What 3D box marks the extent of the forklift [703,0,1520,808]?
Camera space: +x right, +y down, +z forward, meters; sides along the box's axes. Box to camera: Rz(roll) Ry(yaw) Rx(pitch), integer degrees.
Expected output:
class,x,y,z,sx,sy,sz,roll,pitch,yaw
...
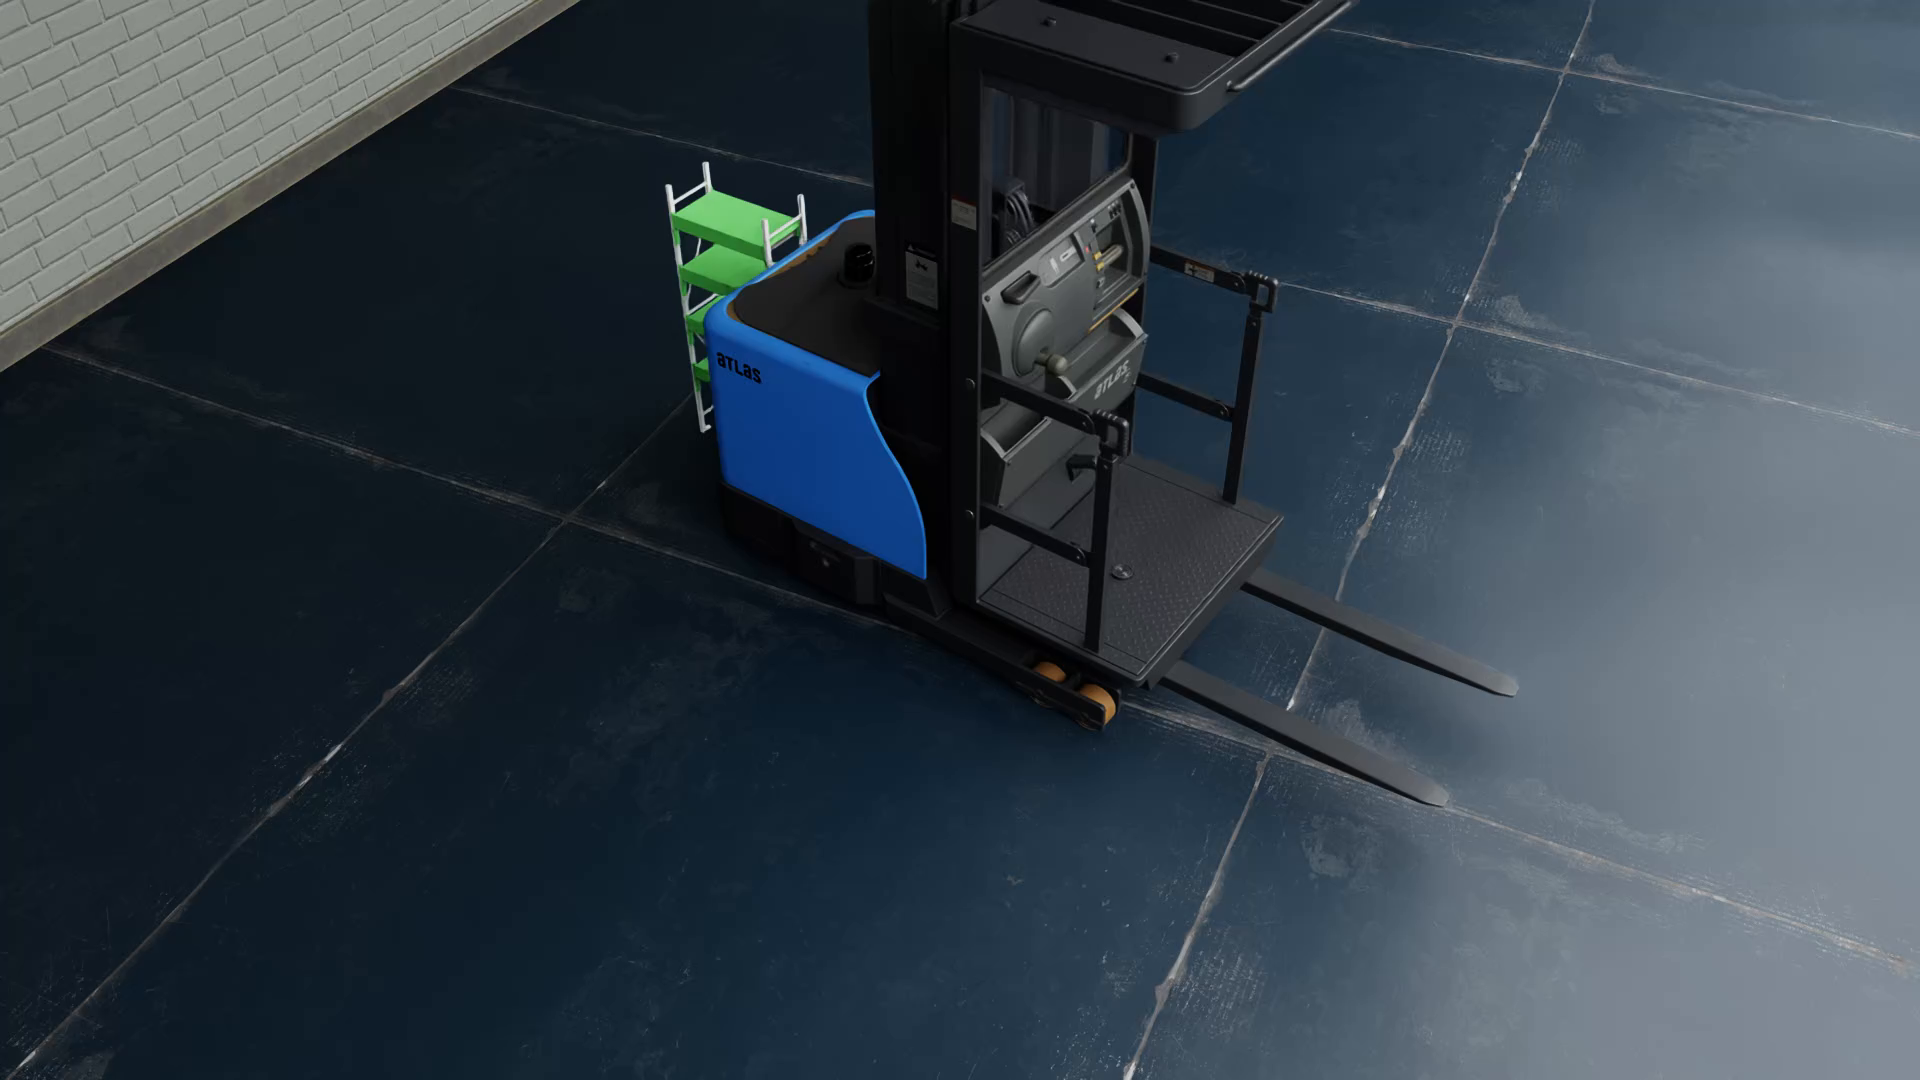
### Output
class,x,y,z,sx,sy,sz,roll,pitch,yaw
forklift,0.535,-0.825,5.464,3.031,2.935,1.130,25,47,26

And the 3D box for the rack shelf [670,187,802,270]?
class,x,y,z,sx,sy,sz,roll,pitch,yaw
rack shelf,-0.879,-1.224,6.604,0.480,0.148,0.258,23,46,26

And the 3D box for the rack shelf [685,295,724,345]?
class,x,y,z,sx,sy,sz,roll,pitch,yaw
rack shelf,-0.872,-0.858,6.915,0.480,0.148,0.258,23,46,26

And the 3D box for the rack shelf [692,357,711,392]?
class,x,y,z,sx,sy,sz,roll,pitch,yaw
rack shelf,-0.869,-0.675,7.070,0.480,0.148,0.258,23,46,26

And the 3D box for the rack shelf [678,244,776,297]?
class,x,y,z,sx,sy,sz,roll,pitch,yaw
rack shelf,-0.876,-1.041,6.759,0.480,0.148,0.258,23,46,26

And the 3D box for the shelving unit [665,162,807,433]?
class,x,y,z,sx,sy,sz,roll,pitch,yaw
shelving unit,-0.873,-0.907,6.873,0.503,1.200,0.258,23,46,26

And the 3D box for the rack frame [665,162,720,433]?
class,x,y,z,sx,sy,sz,roll,pitch,yaw
rack frame,-1.074,-0.994,6.980,0.015,1.200,0.240,23,46,26

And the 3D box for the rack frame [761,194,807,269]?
class,x,y,z,sx,sy,sz,roll,pitch,yaw
rack frame,-0.672,-0.819,6.766,0.015,1.200,0.240,23,46,26
